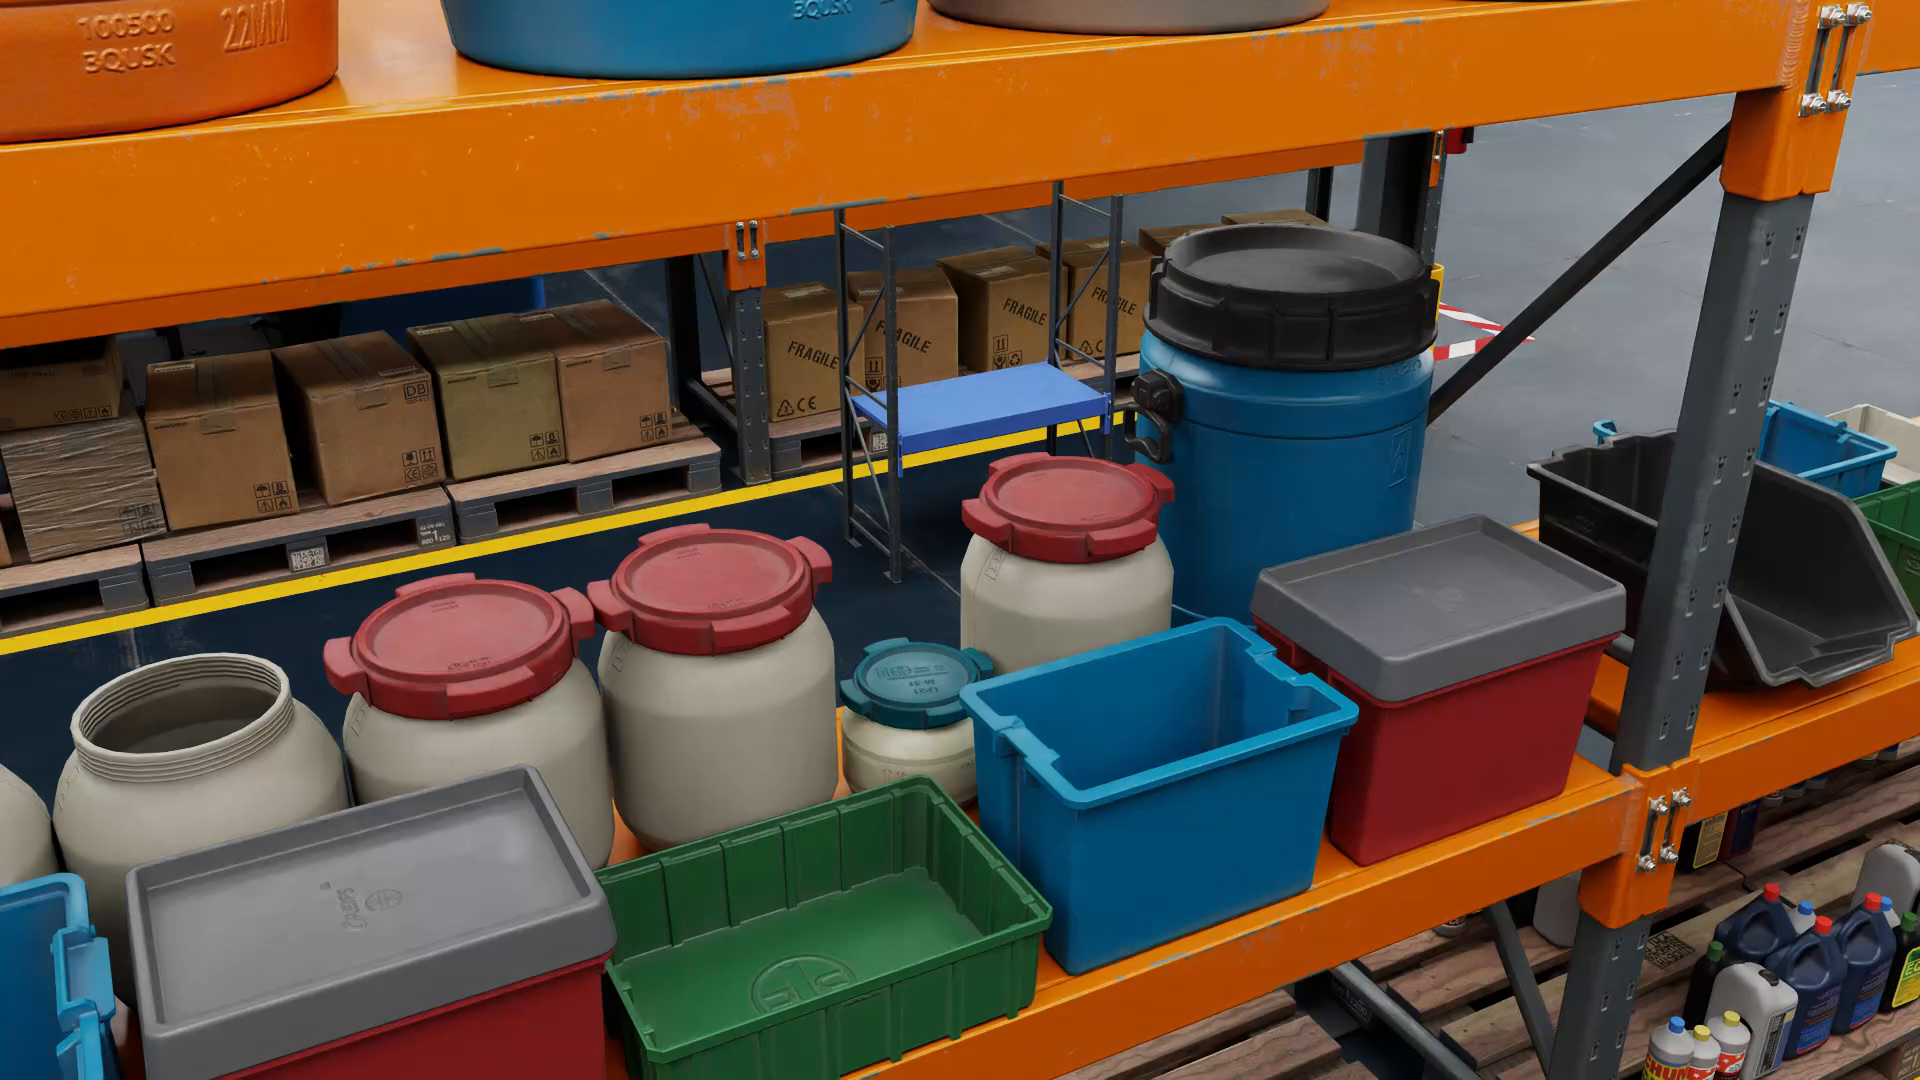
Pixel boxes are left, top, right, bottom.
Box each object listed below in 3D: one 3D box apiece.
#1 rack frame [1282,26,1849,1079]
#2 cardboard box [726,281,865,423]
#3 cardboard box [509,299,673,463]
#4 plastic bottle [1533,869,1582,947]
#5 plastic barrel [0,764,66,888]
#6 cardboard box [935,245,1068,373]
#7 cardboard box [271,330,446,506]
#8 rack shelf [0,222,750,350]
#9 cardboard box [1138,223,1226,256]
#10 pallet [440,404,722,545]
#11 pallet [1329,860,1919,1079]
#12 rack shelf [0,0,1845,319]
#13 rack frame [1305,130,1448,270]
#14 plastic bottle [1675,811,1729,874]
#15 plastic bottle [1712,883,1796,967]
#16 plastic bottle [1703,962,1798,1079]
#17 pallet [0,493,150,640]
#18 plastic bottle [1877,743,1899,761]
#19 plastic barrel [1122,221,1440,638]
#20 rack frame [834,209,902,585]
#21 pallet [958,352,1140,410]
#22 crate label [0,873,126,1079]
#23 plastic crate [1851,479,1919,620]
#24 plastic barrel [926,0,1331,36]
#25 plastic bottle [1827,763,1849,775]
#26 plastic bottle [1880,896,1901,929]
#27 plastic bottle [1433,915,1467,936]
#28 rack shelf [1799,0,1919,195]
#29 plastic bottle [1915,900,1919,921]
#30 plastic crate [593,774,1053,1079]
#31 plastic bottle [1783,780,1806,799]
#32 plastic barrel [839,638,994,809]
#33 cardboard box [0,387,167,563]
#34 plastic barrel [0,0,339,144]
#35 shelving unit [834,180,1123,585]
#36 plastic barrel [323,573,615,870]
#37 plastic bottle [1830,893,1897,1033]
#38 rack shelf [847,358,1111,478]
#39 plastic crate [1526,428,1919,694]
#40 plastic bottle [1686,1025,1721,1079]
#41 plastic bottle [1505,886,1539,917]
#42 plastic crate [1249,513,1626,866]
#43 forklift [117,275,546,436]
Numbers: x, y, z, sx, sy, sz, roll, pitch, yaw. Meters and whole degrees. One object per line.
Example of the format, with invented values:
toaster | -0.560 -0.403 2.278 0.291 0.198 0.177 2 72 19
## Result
rack frame | 1.159 0.092 3.593 0.127 3.000 1.000 -13 29 -25
cardboard box | -0.800 -0.928 8.121 0.500 0.500 0.500 -14 29 -27
cardboard box | -1.723 -0.754 7.735 0.500 0.500 0.700 -15 30 -29
plastic bottle | 1.660 0.902 4.459 0.185 0.351 0.144 -13 29 -25
plastic barrel | -1.563 0.565 2.478 0.421 0.512 0.421 0 26 0
cardboard box | 0.213 -1.204 8.695 0.500 0.500 0.500 -16 30 -30
cardboard box | -2.646 -0.550 7.310 0.500 0.500 0.700 -16 30 -29
rack shelf | -2.936 -1.068 6.840 4.000 0.370 1.077 -13 29 -25
cardboard box | 1.288 -1.421 9.147 0.500 0.500 0.500 -6 26 -12
pallet | -1.858 -0.383 7.805 1.213 0.211 1.003 -13 29 -25
pallet | 1.772 1.228 4.448 1.213 0.211 1.003 -13 29 -25
rack shelf | -0.605 -0.529 2.251 4.000 0.370 1.077 -13 29 -25
rack frame | 2.358 -2.614 9.229 0.127 3.000 1.000 -13 29 -25
plastic bottle | 2.117 0.806 4.736 0.133 0.283 0.061 -13 29 -25
plastic bottle | 1.999 1.027 4.198 0.185 0.351 0.144 -13 29 -25
plastic bottle | 1.919 1.148 4.032 0.135 0.276 0.152 -12 28 -23
pallet | -4.011 0.114 6.770 1.213 0.211 1.003 -13 29 -25
plastic bottle | 2.942 0.559 5.264 0.097 0.271 0.097 0 26 0
plastic barrel | 0.676 -0.171 3.561 0.708 0.901 0.600 -13 29 -25
rack frame | -0.373 -0.590 6.746 0.032 1.500 0.500 -13 29 -25
pallet | 0.482 -0.943 8.970 1.213 0.211 1.003 -13 29 -25
crate label | -1.366 0.792 2.095 0.616 0.435 0.502 -13 29 -25
plastic crate | 2.490 0.019 3.990 0.662 0.188 0.450 -13 29 -25
plastic barrel | 0.236 -1.167 2.169 0.600 0.901 0.600 0 26 0
plastic bottle | 2.734 0.593 5.180 0.133 0.283 0.061 -12 28 -24
plastic bottle | 2.346 1.035 4.273 0.097 0.271 0.097 0 26 0
plastic bottle | 1.333 0.962 4.505 0.097 0.201 0.097 0 26 0
rack shelf | 2.924 -1.343 3.948 4.000 0.370 1.077 -13 29 -25
plastic bottle | 2.608 0.957 4.344 0.185 0.351 0.144 -13 29 -25
plastic crate | -0.245 0.650 2.675 0.662 0.188 0.450 -13 29 -25
plastic bottle | 2.552 0.649 5.076 0.097 0.271 0.097 0 26 0
plastic barrel | -0.081 0.365 3.183 0.301 0.262 0.301 0 26 0
cardboard box | -3.636 -0.318 6.827 0.500 0.500 0.700 -16 30 -29
plastic barrel | -0.966 -0.857 1.607 0.708 0.830 0.600 -13 29 -25
shelving unit | 0.075 -0.693 6.962 1.048 1.500 0.538 -13 29 -25
plastic barrel | -0.817 0.379 2.837 0.433 0.535 0.433 0 26 0
plastic bottle | 2.233 1.043 4.163 0.185 0.351 0.144 -14 29 -27
rack shelf | 0.075 -0.531 7.039 1.000 0.185 0.538 -13 29 -25
plastic crate | 1.681 0.062 3.727 0.504 0.338 0.767 -13 29 -25
plastic bottle | 1.736 1.237 3.933 0.097 0.201 0.097 0 26 0
plastic bottle | 1.592 0.847 4.573 0.185 0.351 0.144 -14 29 -26
plastic crate | 0.876 0.279 3.130 0.583 0.464 0.402 -13 29 -25
forklift | -3.666 -1.927 7.878 3.031 2.935 1.130 -14 29 -26
